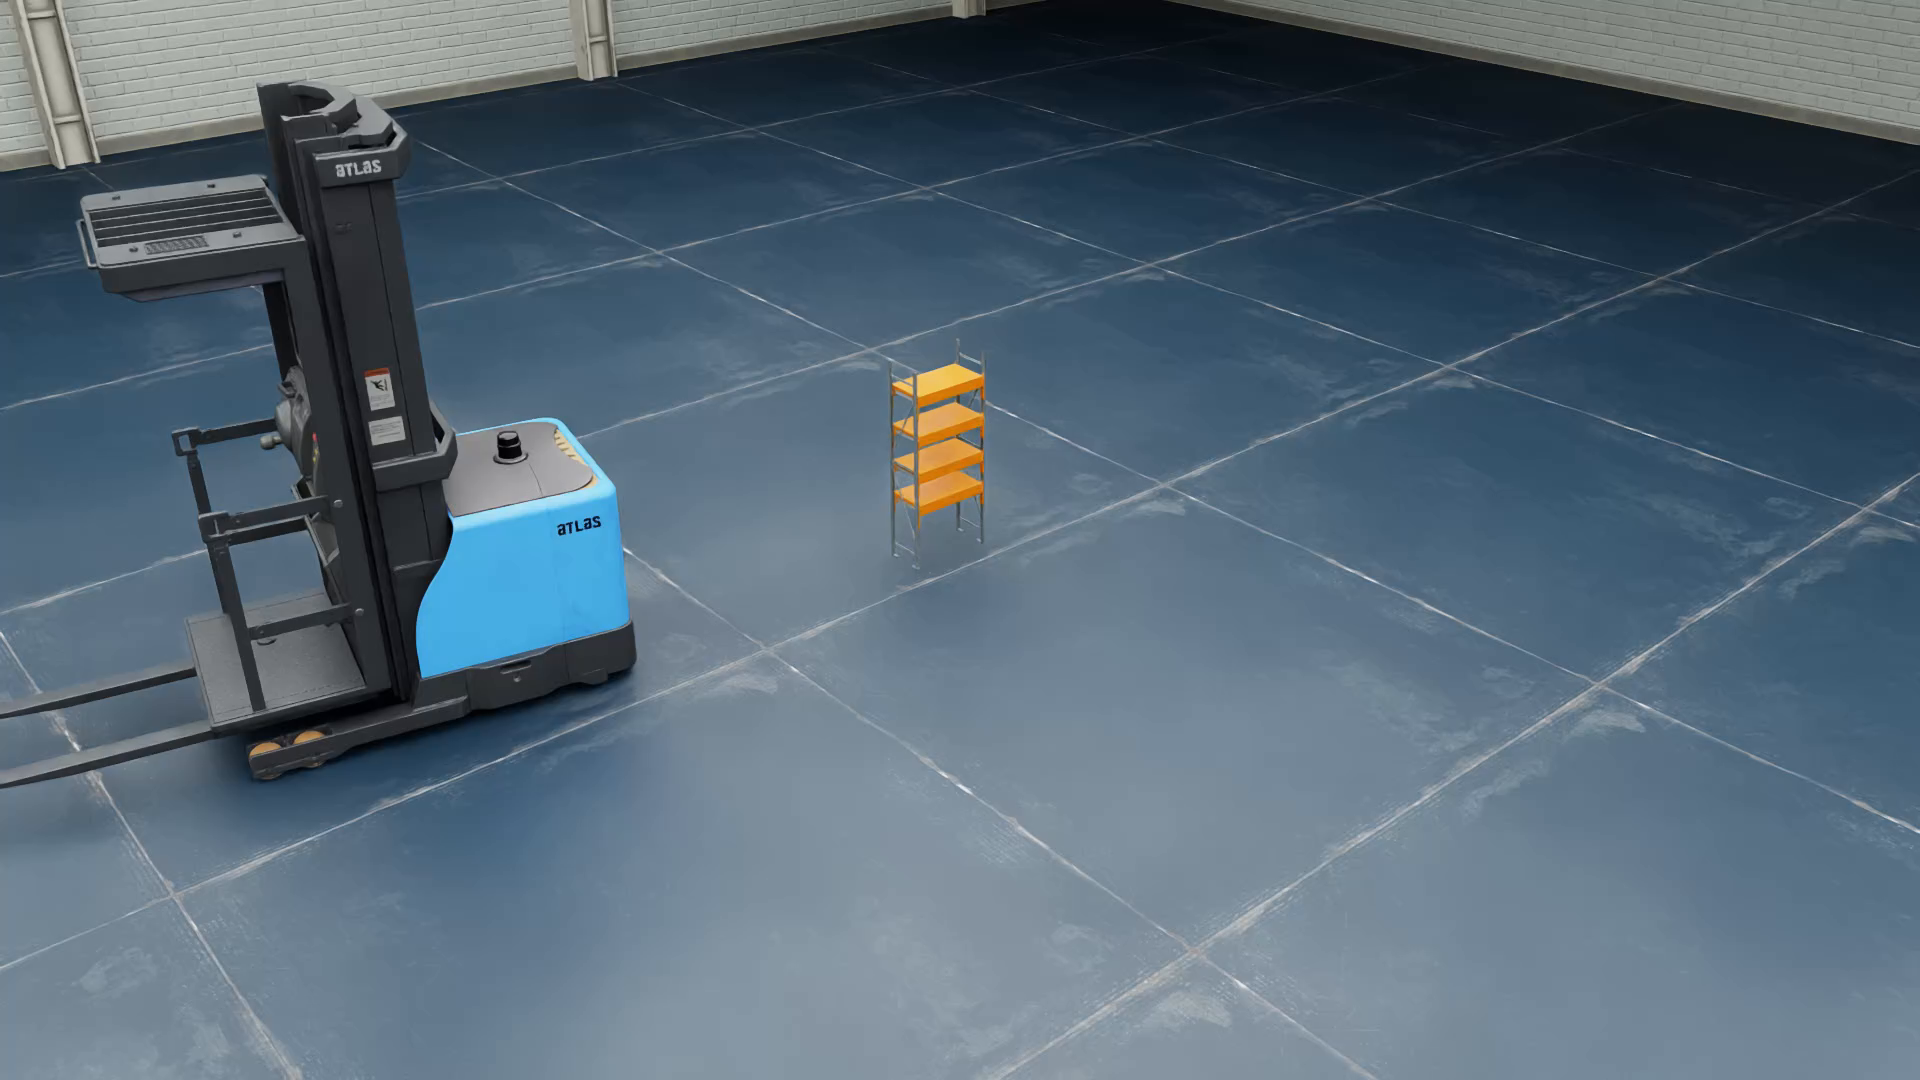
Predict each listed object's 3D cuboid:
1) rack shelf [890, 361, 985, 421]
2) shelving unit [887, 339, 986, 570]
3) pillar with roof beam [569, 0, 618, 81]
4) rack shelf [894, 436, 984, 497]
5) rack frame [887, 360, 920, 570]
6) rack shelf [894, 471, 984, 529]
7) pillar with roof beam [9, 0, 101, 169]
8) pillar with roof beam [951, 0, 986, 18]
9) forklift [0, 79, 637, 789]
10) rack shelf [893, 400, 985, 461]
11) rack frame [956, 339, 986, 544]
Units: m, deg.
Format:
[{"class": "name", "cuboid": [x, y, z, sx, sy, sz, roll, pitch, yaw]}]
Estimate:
[{"class": "rack shelf", "cuboid": [-0.126, -0.825, 9.187, 0.480, 0.148, 0.258, -22, 35, -35]}, {"class": "shelving unit", "cuboid": [-0.126, -0.479, 9.372, 0.503, 1.200, 0.258, -22, 35, -35]}, {"class": "pillar with roof beam", "cuboid": [-1.647, -8.106, 15.370, 0.400, 9.000, 9.100, -22, 35, -35]}, {"class": "rack shelf", "cuboid": [-0.126, -0.419, 9.404, 0.480, 0.148, 0.258, -22, 35, -35]}, {"class": "rack frame", "cuboid": [-0.312, -0.404, 9.233, 0.015, 1.200, 0.240, -22, 35, -35]}, {"class": "rack shelf", "cuboid": [-0.126, -0.244, 9.498, 0.480, 0.148, 0.258, -22, 35, -35]}, {"class": "pillar with roof beam", "cuboid": [-6.211, -6.270, 11.935, 0.400, 9.000, 9.100, -22, 35, -35]}, {"class": "pillar with roof beam", "cuboid": [2.918, -9.941, 18.804, 0.400, 9.000, 9.100, -22, 35, -35]}, {"class": "forklift", "cuboid": [-3.186, -0.473, 7.525, 3.031, 2.935, 1.130, -14, 31, -25]}, {"class": "rack shelf", "cuboid": [-0.126, -0.616, 9.299, 0.480, 0.148, 0.258, -22, 35, -35]}, {"class": "rack frame", "cuboid": [0.060, -0.553, 9.512, 0.015, 1.200, 0.240, -22, 35, -35]}]
